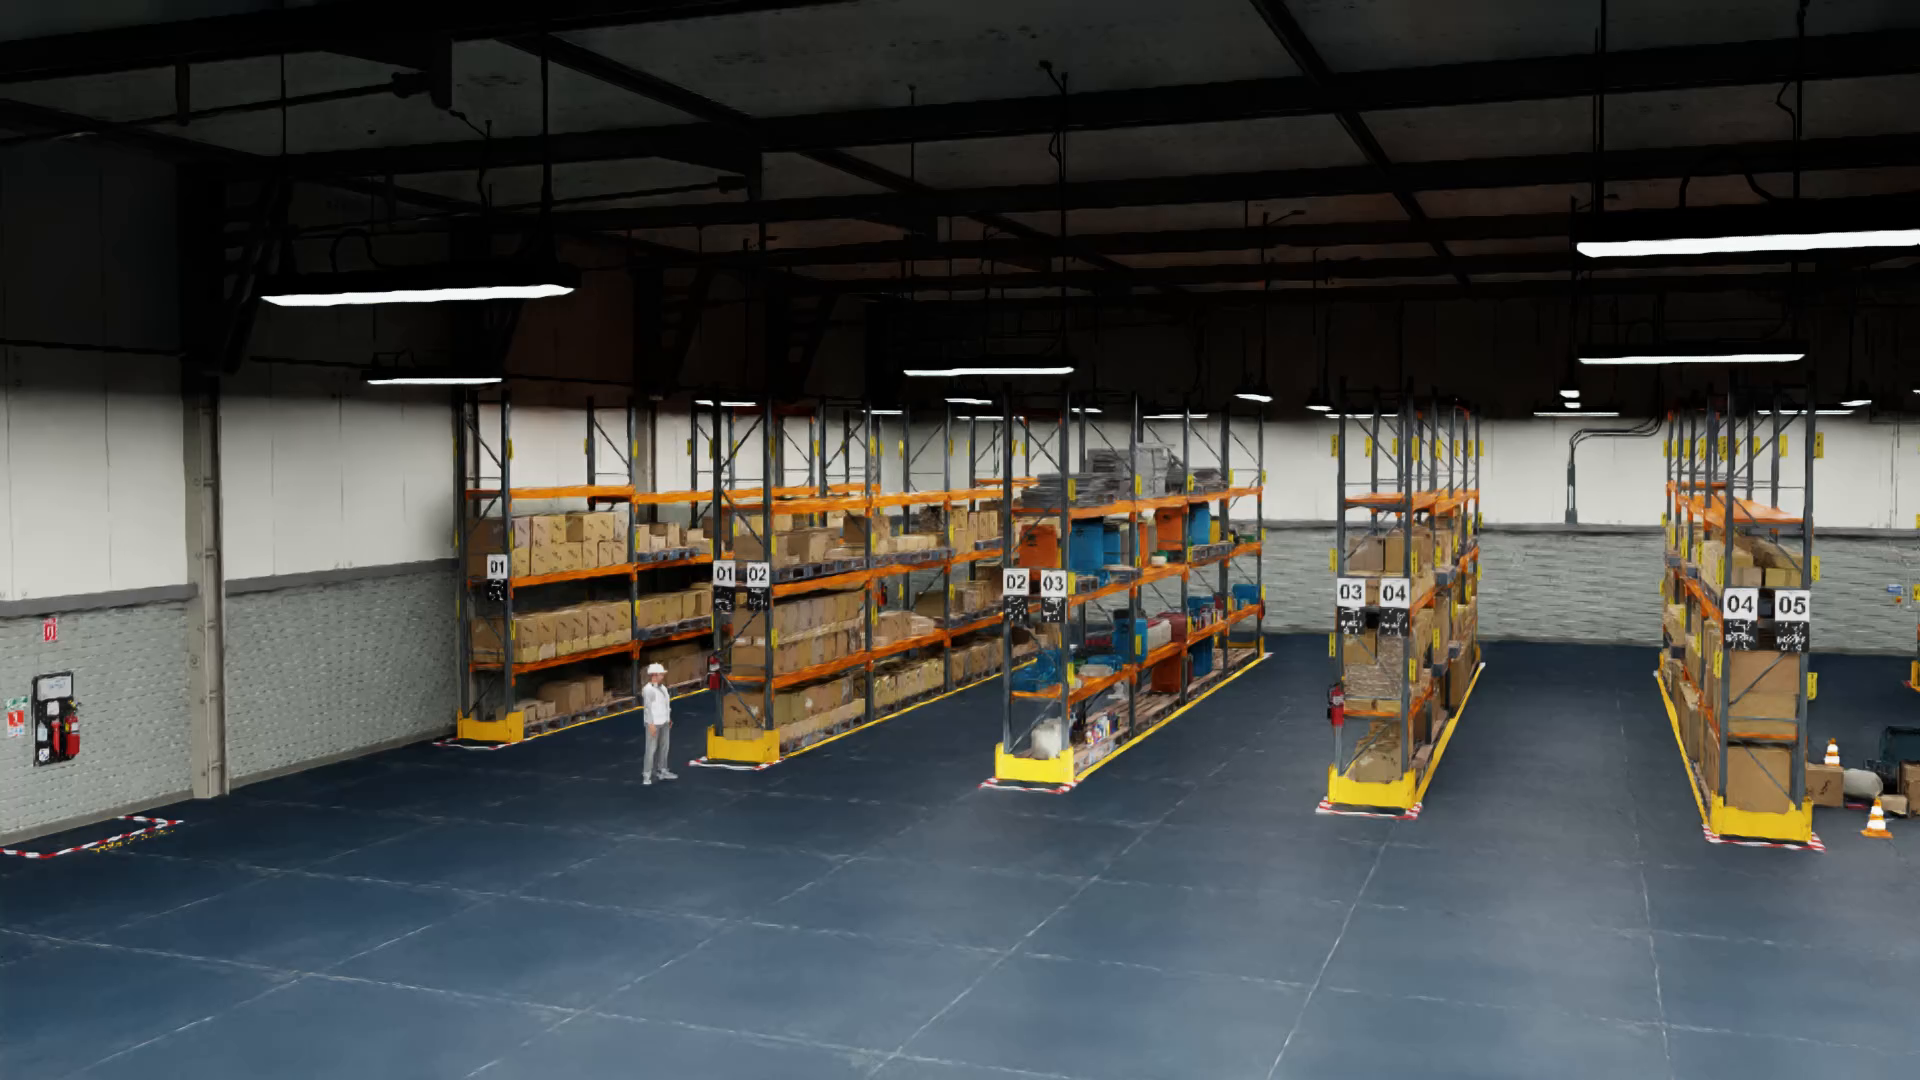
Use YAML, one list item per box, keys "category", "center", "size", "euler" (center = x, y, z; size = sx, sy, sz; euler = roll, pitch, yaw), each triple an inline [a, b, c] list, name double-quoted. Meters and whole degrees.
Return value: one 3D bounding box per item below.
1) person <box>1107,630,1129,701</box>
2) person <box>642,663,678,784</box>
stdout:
- category: "person"
  center: [3.084, 2.184, 31.823]
  size: [0.489, 1.742, 0.612]
  euler: [-1, 3, -22]
- category: "person"
  center: [-4.522, 2.726, 24.877]
  size: [0.382, 1.779, 0.659]
  euler: [1, 3, 22]
